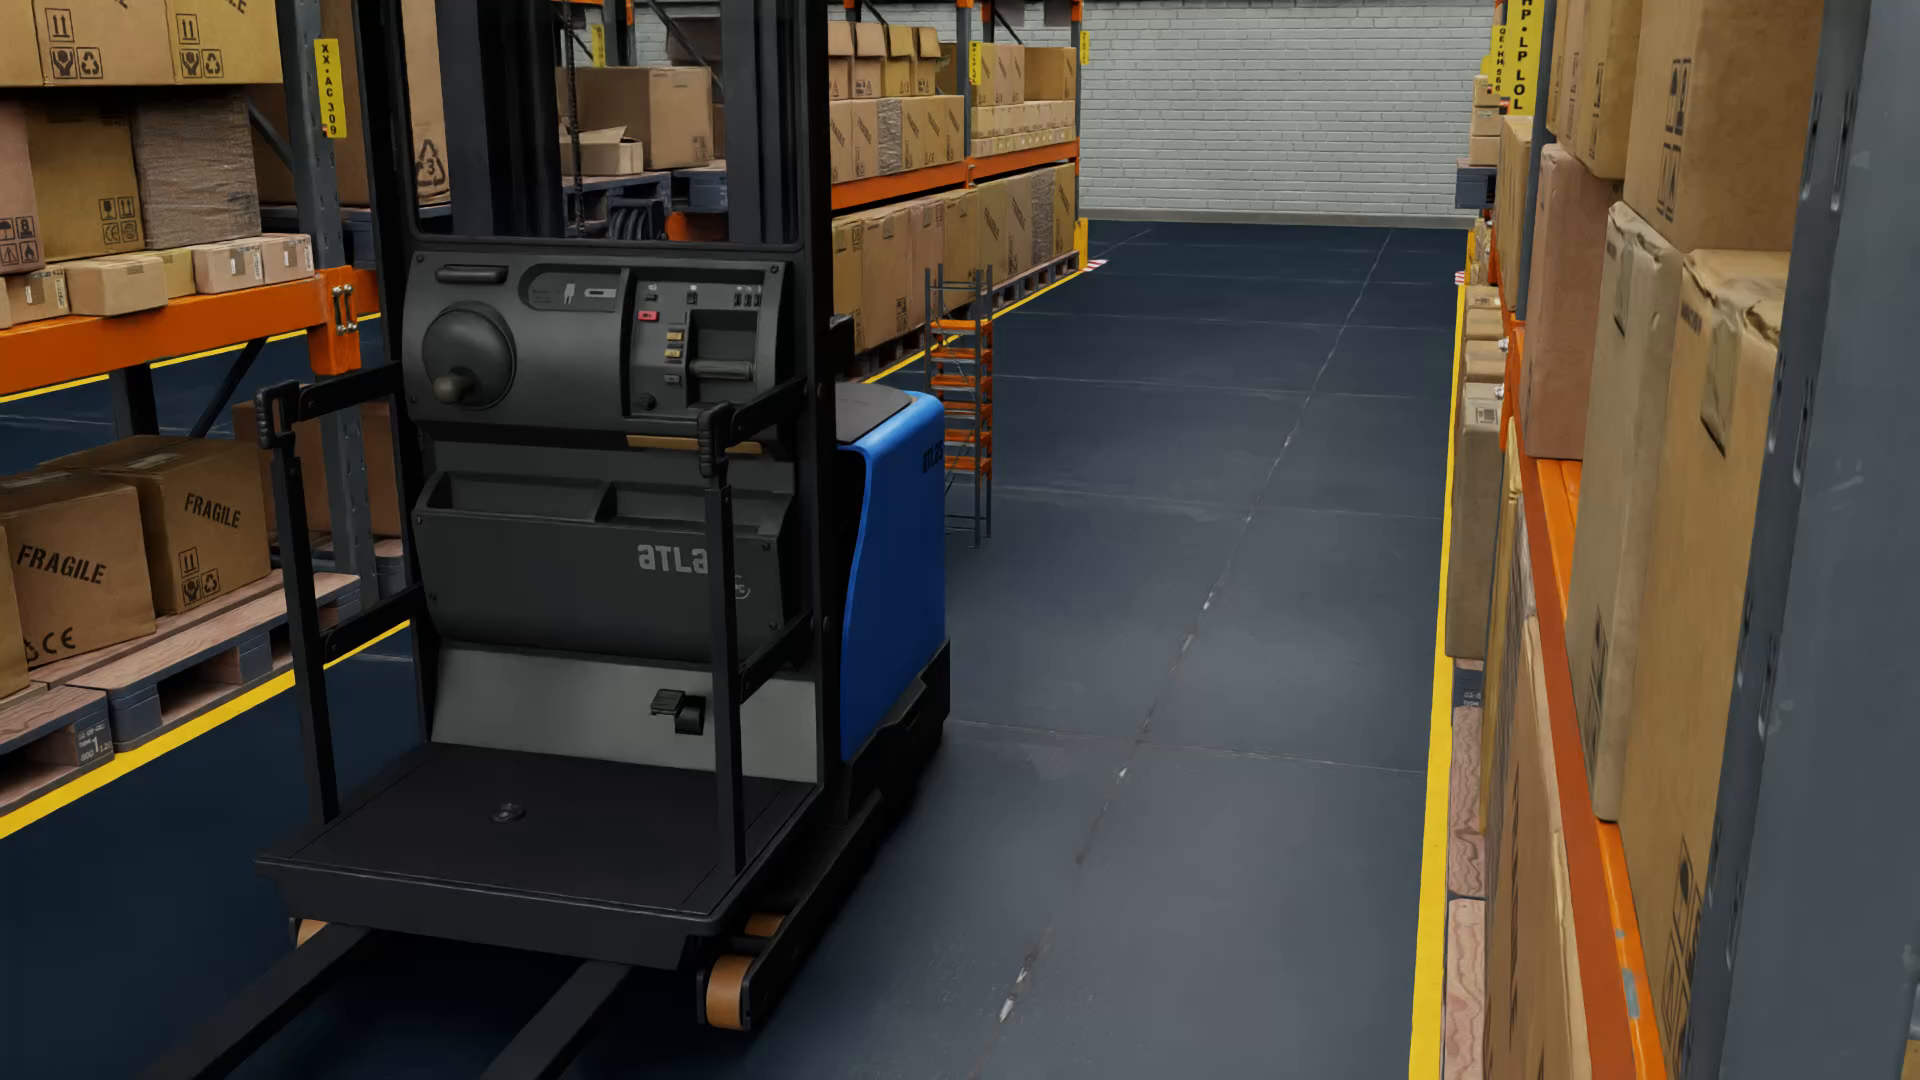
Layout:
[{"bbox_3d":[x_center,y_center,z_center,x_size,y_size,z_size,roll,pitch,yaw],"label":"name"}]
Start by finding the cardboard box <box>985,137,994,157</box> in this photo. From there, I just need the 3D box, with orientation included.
[{"bbox_3d":[0.070,-3.261,13.791,0.380,0.149,0.250,4,16,14],"label":"cardboard box"}]

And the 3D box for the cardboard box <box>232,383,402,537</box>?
[{"bbox_3d":[-2.486,-0.337,6.795,0.700,0.500,0.500,3,16,12],"label":"cardboard box"}]

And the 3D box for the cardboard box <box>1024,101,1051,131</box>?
[{"bbox_3d":[0.557,-3.966,15.545,0.500,0.250,0.500,4,16,14],"label":"cardboard box"}]

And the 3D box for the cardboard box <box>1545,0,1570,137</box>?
[{"bbox_3d":[1.908,-1.256,4.005,0.875,0.550,0.550,5,16,16],"label":"cardboard box"}]

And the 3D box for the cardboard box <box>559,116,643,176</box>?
[{"bbox_3d":[-1.759,-1.895,7.992,0.396,0.266,0.258,4,16,14],"label":"cardboard box"}]

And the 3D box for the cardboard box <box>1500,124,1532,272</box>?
[{"bbox_3d":[2.225,-1.227,5.977,0.500,0.500,0.500,5,17,16],"label":"cardboard box"}]

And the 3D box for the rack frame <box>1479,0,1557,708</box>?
[{"bbox_3d":[2.046,-0.758,4.504,1.000,3.000,0.127,5,16,16],"label":"rack frame"}]

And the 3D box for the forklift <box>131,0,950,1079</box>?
[{"bbox_3d":[-0.895,-0.465,3.598,1.130,2.935,3.031,4,16,14],"label":"forklift"}]

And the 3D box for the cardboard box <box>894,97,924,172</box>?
[{"bbox_3d":[-0.567,-2.900,11.874,0.500,0.500,0.500,4,16,15],"label":"cardboard box"}]

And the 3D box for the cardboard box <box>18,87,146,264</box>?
[{"bbox_3d":[-3.044,-1.119,5.049,0.875,0.500,0.500,5,16,16],"label":"cardboard box"}]

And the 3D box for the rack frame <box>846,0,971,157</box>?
[{"bbox_3d":[-0.407,-3.262,13.332,1.000,3.000,0.127,5,16,16],"label":"rack frame"}]

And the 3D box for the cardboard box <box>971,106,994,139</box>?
[{"bbox_3d":[-0.023,-3.435,13.674,0.500,0.250,0.500,4,16,15],"label":"cardboard box"}]

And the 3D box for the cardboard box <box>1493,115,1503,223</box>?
[{"bbox_3d":[2.796,-1.756,7.839,0.500,0.500,0.500,5,17,16],"label":"cardboard box"}]

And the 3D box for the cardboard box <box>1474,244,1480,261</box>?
[{"bbox_3d":[4.768,-2.557,14.756,0.380,0.149,0.250,5,17,18],"label":"cardboard box"}]

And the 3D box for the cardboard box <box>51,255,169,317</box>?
[{"bbox_3d":[-2.633,-0.769,5.005,0.380,0.149,0.250,5,16,16],"label":"cardboard box"}]

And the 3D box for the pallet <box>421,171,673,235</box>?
[{"bbox_3d":[-2.067,-1.602,7.832,1.003,0.211,1.213,5,16,16],"label":"pallet"}]

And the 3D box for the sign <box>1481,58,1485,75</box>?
[{"bbox_3d":[4.936,-4.356,15.602,0.100,0.325,0.005,5,16,16],"label":"sign"}]

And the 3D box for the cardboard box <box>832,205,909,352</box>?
[{"bbox_3d":[-1.067,-1.807,11.326,1.225,0.875,0.875,5,16,16],"label":"cardboard box"}]

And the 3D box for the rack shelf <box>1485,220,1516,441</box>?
[{"bbox_3d":[2.614,-0.935,6.447,1.077,0.370,4.000,5,16,16],"label":"rack shelf"}]

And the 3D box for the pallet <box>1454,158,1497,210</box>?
[{"bbox_3d":[3.283,-1.907,8.906,1.213,0.211,1.003,5,16,16],"label":"pallet"}]

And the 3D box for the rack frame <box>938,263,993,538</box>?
[{"bbox_3d":[0.022,-0.597,7.237,0.240,1.200,0.006,5,16,16],"label":"rack frame"}]

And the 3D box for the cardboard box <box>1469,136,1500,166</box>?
[{"bbox_3d":[2.882,-2.050,8.751,0.380,0.149,0.250,5,17,17],"label":"cardboard box"}]

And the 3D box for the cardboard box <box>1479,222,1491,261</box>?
[{"bbox_3d":[3.856,-2.038,11.455,0.500,0.250,0.500,4,16,13],"label":"cardboard box"}]

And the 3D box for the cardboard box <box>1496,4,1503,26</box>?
[{"bbox_3d":[4.194,-3.667,12.200,0.500,0.500,0.500,4,16,14],"label":"cardboard box"}]

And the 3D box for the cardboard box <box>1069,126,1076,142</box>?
[{"bbox_3d":[0.944,-4.069,16.637,0.380,0.149,0.250,5,17,17],"label":"cardboard box"}]

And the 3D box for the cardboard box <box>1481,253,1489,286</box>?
[{"bbox_3d":[3.259,-1.497,9.546,0.500,0.250,0.500,5,17,17],"label":"cardboard box"}]

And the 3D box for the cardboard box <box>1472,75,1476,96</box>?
[{"bbox_3d":[3.766,-3.151,11.541,0.380,0.149,0.250,6,17,19],"label":"cardboard box"}]

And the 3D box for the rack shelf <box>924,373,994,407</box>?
[{"bbox_3d":[-0.004,-0.646,7.132,0.258,0.103,0.180,5,16,16],"label":"rack shelf"}]

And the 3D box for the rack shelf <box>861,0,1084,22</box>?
[{"bbox_3d":[0.161,-4.882,14.866,1.077,0.370,4.000,5,16,16],"label":"rack shelf"}]

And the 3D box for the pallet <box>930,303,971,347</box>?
[{"bbox_3d":[-0.554,-1.713,12.980,1.003,0.211,1.213,5,16,16],"label":"pallet"}]

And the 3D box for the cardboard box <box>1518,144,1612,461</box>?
[{"bbox_3d":[1.552,-0.455,3.160,0.875,0.550,0.550,5,16,16],"label":"cardboard box"}]

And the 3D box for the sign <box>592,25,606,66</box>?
[{"bbox_3d":[-2.077,-2.814,9.633,0.100,0.325,0.005,5,16,16],"label":"sign"}]

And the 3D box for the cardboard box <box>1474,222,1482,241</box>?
[{"bbox_3d":[4.824,-2.766,14.948,0.380,0.149,0.250,5,16,16],"label":"cardboard box"}]

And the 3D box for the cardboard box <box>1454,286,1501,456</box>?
[{"bbox_3d":[2.923,-0.772,7.906,1.050,0.750,0.750,4,16,15],"label":"cardboard box"}]

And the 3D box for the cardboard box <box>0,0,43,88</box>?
[{"bbox_3d":[-2.829,-1.440,4.350,0.500,0.500,0.500,5,16,16],"label":"cardboard box"}]

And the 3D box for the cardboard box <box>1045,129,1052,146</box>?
[{"bbox_3d":[0.655,-3.801,15.695,0.380,0.149,0.250,4,16,15],"label":"cardboard box"}]

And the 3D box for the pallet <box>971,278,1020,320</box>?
[{"bbox_3d":[-0.116,-2.113,14.393,1.003,0.211,1.213,5,16,16],"label":"pallet"}]

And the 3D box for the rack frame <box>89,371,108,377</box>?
[{"bbox_3d":[-6.293,-2.599,10.997,1.000,3.000,0.127,5,16,16],"label":"rack frame"}]

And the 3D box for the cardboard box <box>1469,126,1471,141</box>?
[{"bbox_3d":[3.474,-2.594,10.669,0.380,0.149,0.250,4,16,13],"label":"cardboard box"}]

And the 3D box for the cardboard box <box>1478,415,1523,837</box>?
[{"bbox_3d":[1.800,0.222,4.175,0.875,0.875,0.875,5,17,17],"label":"cardboard box"}]

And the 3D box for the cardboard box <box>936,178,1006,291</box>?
[{"bbox_3d":[-0.143,-2.608,14.152,0.875,0.875,0.875,5,16,16],"label":"cardboard box"}]

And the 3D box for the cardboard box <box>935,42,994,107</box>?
[{"bbox_3d":[-0.026,-3.799,13.581,0.500,0.500,0.500,5,16,16],"label":"cardboard box"}]

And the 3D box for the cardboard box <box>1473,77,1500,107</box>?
[{"bbox_3d":[2.882,-2.335,8.667,0.380,0.149,0.250,4,16,14],"label":"cardboard box"}]

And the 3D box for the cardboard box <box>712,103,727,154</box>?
[{"bbox_3d":[-1.145,-2.369,10.003,0.500,0.500,0.500,5,17,18],"label":"cardboard box"}]

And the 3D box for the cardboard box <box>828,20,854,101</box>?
[{"bbox_3d":[-1.133,-3.106,10.762,0.797,0.503,0.637,5,17,17],"label":"cardboard box"}]

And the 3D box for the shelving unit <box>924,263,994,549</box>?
[{"bbox_3d":[-0.004,-0.573,7.152,0.258,1.200,0.189,5,16,16],"label":"shelving unit"}]

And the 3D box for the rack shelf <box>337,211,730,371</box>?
[{"bbox_3d":[-2.112,-1.346,7.896,1.077,0.370,4.000,5,16,16],"label":"rack shelf"}]

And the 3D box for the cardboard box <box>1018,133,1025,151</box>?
[{"bbox_3d":[0.364,-3.532,14.744,0.380,0.149,0.250,5,17,17],"label":"cardboard box"}]

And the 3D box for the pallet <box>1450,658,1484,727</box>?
[{"bbox_3d":[2.193,0.376,5.617,1.003,0.211,1.213,5,16,16],"label":"pallet"}]

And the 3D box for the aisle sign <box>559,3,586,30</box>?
[{"bbox_3d":[-4.284,-5.985,18.169,0.394,0.787,0.004,5,16,16],"label":"aisle sign"}]
